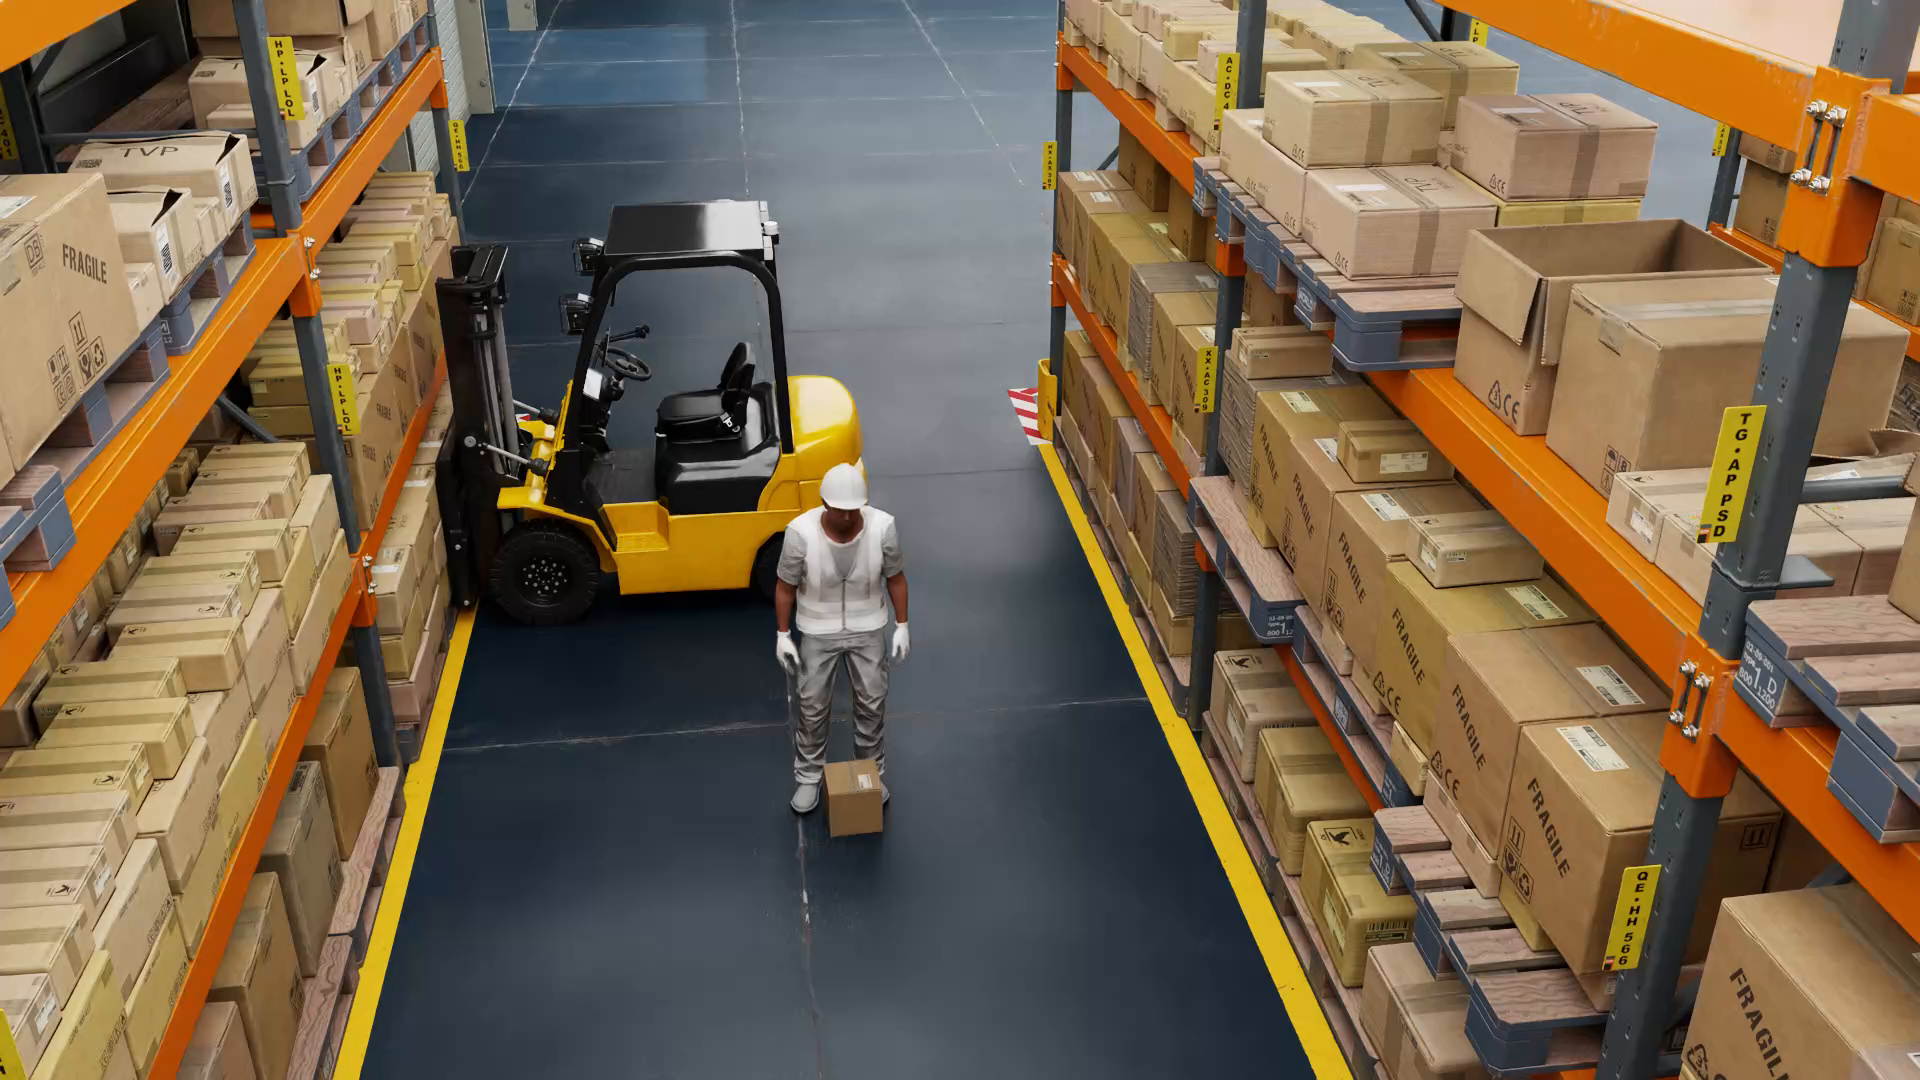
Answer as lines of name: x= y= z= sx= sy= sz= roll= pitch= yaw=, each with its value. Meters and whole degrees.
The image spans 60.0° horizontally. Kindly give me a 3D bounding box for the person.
person: x=-0.544 y=0.442 z=7.735 sx=0.630 sy=1.773 sz=0.451 roll=-4 pitch=27 yaw=-8
